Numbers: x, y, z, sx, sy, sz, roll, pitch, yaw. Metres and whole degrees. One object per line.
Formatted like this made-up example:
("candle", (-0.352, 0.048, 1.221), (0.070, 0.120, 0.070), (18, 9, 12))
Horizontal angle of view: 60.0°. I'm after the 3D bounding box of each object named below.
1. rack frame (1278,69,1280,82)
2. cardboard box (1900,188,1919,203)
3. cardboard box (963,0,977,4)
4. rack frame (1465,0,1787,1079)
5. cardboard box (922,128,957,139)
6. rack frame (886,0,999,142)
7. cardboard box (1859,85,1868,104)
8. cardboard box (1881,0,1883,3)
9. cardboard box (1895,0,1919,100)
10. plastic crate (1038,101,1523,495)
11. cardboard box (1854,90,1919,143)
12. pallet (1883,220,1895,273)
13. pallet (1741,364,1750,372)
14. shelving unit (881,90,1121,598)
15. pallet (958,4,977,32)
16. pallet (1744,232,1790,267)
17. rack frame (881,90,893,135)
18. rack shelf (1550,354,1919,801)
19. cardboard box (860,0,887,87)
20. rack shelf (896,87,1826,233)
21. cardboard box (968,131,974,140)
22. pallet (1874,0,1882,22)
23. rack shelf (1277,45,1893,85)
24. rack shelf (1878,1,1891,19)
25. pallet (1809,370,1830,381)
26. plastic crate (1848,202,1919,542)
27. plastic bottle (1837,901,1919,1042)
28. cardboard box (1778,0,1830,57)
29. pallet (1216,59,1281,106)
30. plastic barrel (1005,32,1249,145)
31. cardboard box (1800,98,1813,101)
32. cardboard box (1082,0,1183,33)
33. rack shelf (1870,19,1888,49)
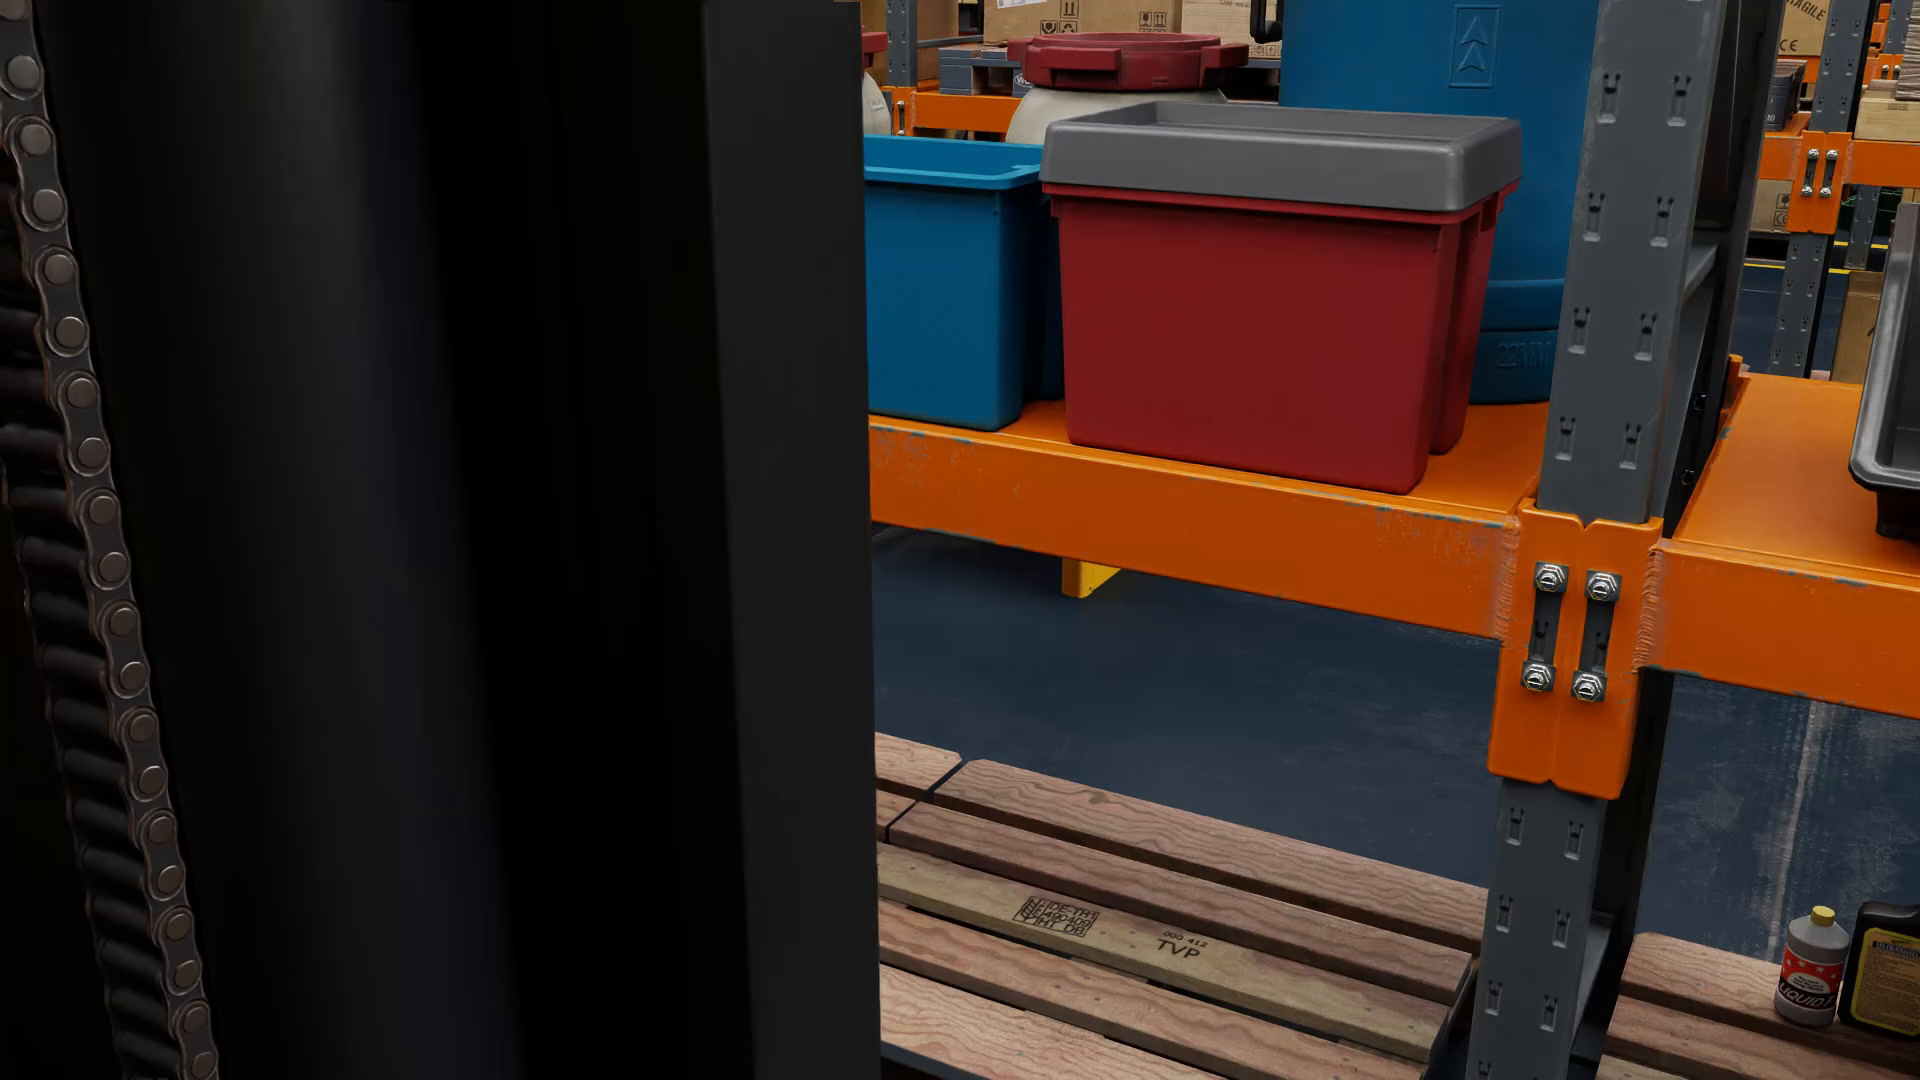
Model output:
("rack frame", (2.451, -3.941, 12.331), (0.127, 3.000, 1.000), (11, 23, 27))
("cardboard box", (6.458, -2.349, 10.442), (0.875, 0.875, 0.875), (11, 23, 28))
("cardboard box", (0.221, -4.268, 12.984), (0.250, 0.149, 0.380), (10, 22, 26))
("rack frame", (1.020, -0.342, 2.408), (0.127, 3.000, 1.000), (11, 23, 27))
("cardboard box", (-0.649, -1.801, 8.931), (0.875, 0.875, 1.225), (10, 22, 25))
("rack frame", (-0.057, -2.481, 8.307), (0.127, 3.000, 1.000), (11, 23, 27))
("cardboard box", (7.427, -3.412, 13.429), (0.500, 0.500, 0.500), (11, 23, 27))
("cardboard box", (10.118, -6.180, 18.723), (0.500, 0.250, 0.500), (11, 23, 29))
("cardboard box", (3.798, -1.910, 6.148), (0.500, 0.500, 0.875), (11, 23, 27))
("plastic crate", (0.448, -0.361, 2.368), (0.583, 0.464, 0.402), (11, 23, 27))
("cardboard box", (3.476, -1.573, 6.171), (0.250, 0.149, 0.380), (11, 23, 27))
("pallet", (6.568, -1.815, 10.560), (1.213, 0.211, 1.003), (11, 23, 27))
("pallet", (2.755, -0.634, 7.304), (1.213, 0.211, 1.003), (11, 23, 27))
("shelving unit", (0.067, -0.692, 5.574), (1.083, 1.500, 0.587), (11, 23, 27))
("pallet", (0.702, -4.168, 13.238), (1.213, 0.211, 1.003), (11, 23, 27))
("pallet", (5.232, -2.071, 11.265), (1.213, 0.211, 1.003), (11, 23, 27))
("rack frame", (-0.369, -0.775, 5.803), (0.032, 1.500, 0.500), (11, 23, 27))
("rack shelf", (2.766, 0.329, 1.614), (4.000, 0.370, 1.077), (11, 23, 27))
("cardboard box", (-0.608, -2.537, 8.313), (0.500, 0.500, 0.500), (12, 23, 29))
("rack shelf", (1.689, -1.811, 7.513), (4.000, 0.370, 1.077), (11, 23, 27))
("cardboard box", (0.401, -3.256, 13.493), (0.500, 0.500, 0.500), (11, 23, 28))
("pallet", (7.672, -4.847, 15.109), (1.213, 0.211, 1.003), (11, 23, 27))
("rack shelf", (4.197, -3.270, 11.537), (4.000, 0.370, 1.077), (11, 23, 27))
("rack shelf", (8.940, -6.239, 19.721), (4.000, 0.370, 1.077), (11, 23, 27))
("pallet", (4.039, -0.404, 6.670), (1.213, 0.211, 1.003), (11, 23, 27))
("plastic crate", (1.415, -0.188, 2.074), (0.504, 0.338, 0.767), (11, 23, 27))
("plastic bottle", (1.601, 0.710, 2.847), (0.133, 0.283, 0.061), (12, 23, 30))
("cardboard box", (5.357, -3.330, 10.500), (0.500, 0.500, 0.500), (11, 22, 27))
("pallet", (1.692, -2.074, 7.466), (1.213, 0.211, 1.003), (11, 23, 27))
("plastic barrel", (0.292, -0.630, 3.004), (0.433, 0.535, 0.433), (0, 20, 0))
("cardboard box", (7.809, -3.815, 15.221), (0.625, 0.372, 0.950), (11, 23, 28))
("cardboard box", (0.970, -2.585, 7.830), (0.500, 0.500, 0.700), (15, 25, 35))
("rack shelf", (6.522, -4.761, 15.646), (4.000, 0.370, 1.077), (11, 23, 27))
